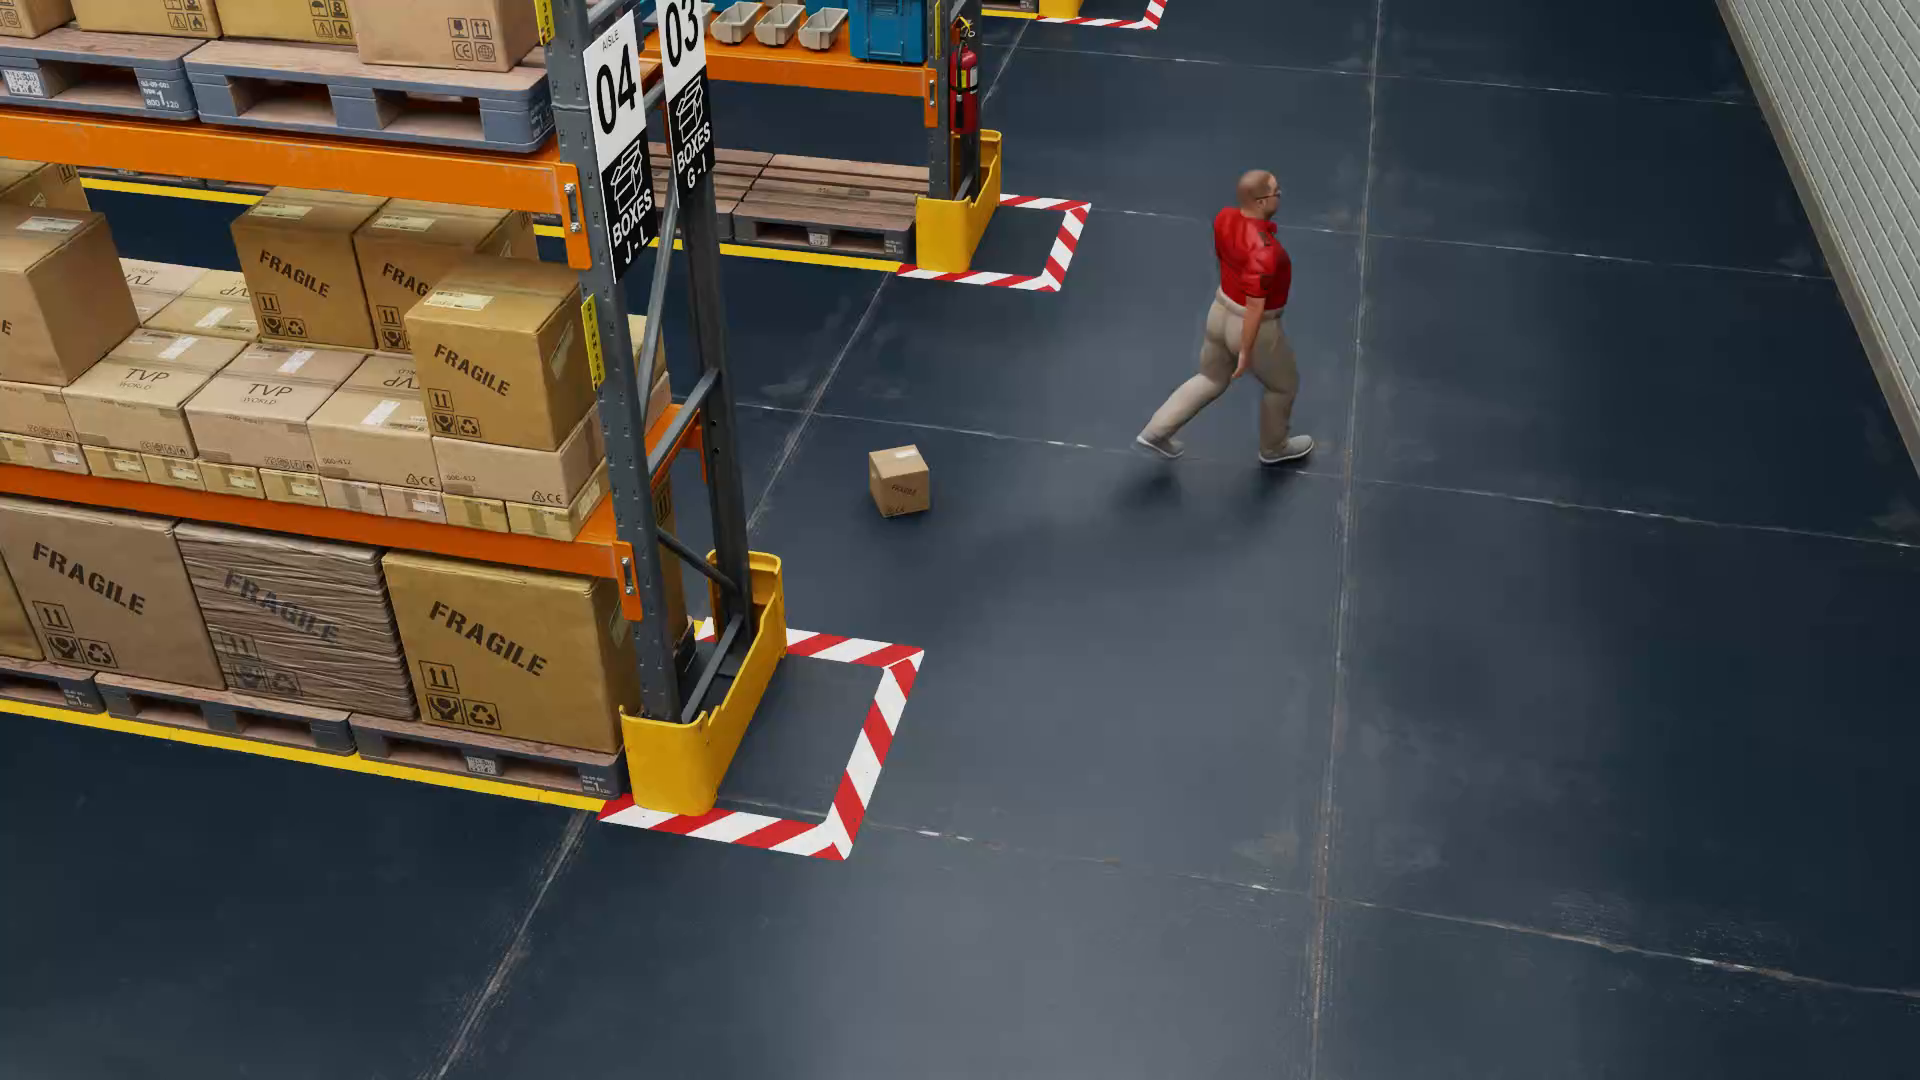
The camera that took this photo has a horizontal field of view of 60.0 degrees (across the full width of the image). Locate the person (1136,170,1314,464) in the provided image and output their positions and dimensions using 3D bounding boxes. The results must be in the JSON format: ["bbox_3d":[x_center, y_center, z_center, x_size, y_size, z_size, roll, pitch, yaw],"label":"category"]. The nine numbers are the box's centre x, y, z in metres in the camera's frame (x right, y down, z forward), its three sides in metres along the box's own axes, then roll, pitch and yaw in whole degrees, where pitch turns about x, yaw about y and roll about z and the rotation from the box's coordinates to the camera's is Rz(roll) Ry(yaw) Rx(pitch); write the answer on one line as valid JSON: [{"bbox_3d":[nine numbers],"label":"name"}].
[{"bbox_3d":[1.436,-1.103,8.468,0.975,1.678,0.531,-16,39,-20],"label":"person"}]
